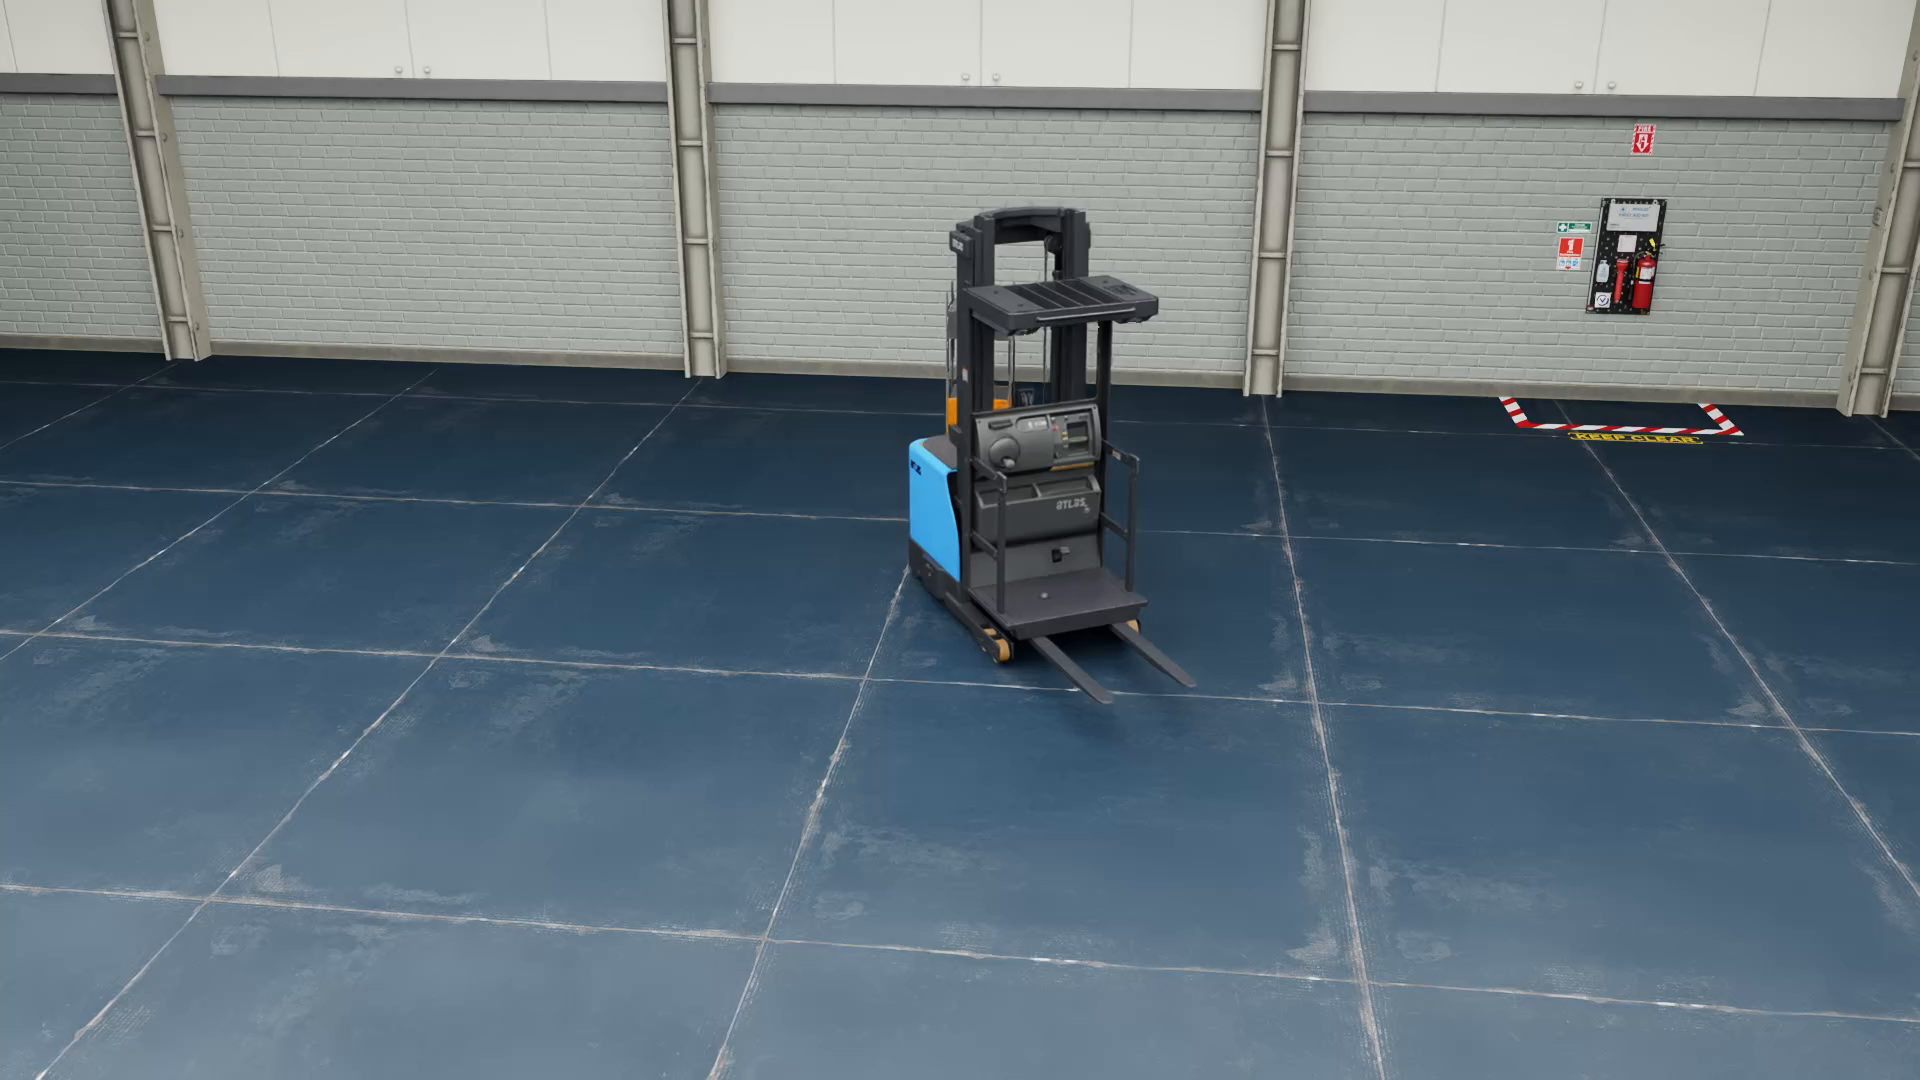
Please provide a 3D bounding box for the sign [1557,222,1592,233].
[{"bbox_3d":[6.159,-3.134,16.676,0.331,0.109,0.001,2,22,6],"label":"sign"}]

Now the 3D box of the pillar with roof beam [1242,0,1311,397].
[{"bbox_3d":[2.678,-4.169,11.906,0.400,9.000,9.100,2,22,6],"label":"pillar with roof beam"}]

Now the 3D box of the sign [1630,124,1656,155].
[{"bbox_3d":[6.697,-3.927,16.300,0.199,0.298,0.001,2,22,6],"label":"sign"}]

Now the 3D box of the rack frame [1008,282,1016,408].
[{"bbox_3d":[0.405,-0.962,13.175,0.015,2.100,0.400,2,22,6],"label":"rack frame"}]

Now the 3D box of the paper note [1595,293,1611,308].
[{"bbox_3d":[6.525,-2.436,16.878,0.142,0.148,0.016,2,22,6],"label":"paper note"}]

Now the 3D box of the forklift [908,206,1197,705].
[{"bbox_3d":[0.632,-0.692,11.363,1.130,2.935,3.031,-9,23,-21],"label":"forklift"}]

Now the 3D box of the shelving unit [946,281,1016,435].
[{"bbox_3d":[0.162,-0.971,13.199,0.503,2.100,0.431,2,22,6],"label":"shelving unit"}]

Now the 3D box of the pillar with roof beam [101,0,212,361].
[{"bbox_3d":[-9.239,-4.688,13.219,0.400,9.000,9.100,2,22,6],"label":"pillar with roof beam"}]

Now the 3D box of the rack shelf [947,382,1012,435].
[{"bbox_3d":[0.162,-0.959,13.205,0.480,0.518,0.431,2,22,6],"label":"rack shelf"}]

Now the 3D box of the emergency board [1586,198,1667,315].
[{"bbox_3d":[6.693,-2.812,16.633,0.643,1.169,0.194,2,22,6],"label":"emergency board"}]

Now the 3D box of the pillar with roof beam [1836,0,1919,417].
[{"bbox_3d":[8.636,-3.910,11.249,0.400,9.000,9.100,2,22,6],"label":"pillar with roof beam"}]

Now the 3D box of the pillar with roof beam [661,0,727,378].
[{"bbox_3d":[-3.281,-4.429,12.562,0.400,9.000,9.100,2,22,6],"label":"pillar with roof beam"}]

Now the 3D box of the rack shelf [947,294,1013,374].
[{"bbox_3d":[0.163,-1.609,12.946,0.480,0.518,0.431,2,22,6],"label":"rack shelf"}]

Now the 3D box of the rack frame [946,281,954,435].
[{"bbox_3d":[-0.081,-0.981,13.224,0.015,2.100,0.400,2,22,6],"label":"rack frame"}]

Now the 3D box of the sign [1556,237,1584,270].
[{"bbox_3d":[6.156,-2.891,16.782,0.234,0.329,0.001,2,22,6],"label":"sign"}]
